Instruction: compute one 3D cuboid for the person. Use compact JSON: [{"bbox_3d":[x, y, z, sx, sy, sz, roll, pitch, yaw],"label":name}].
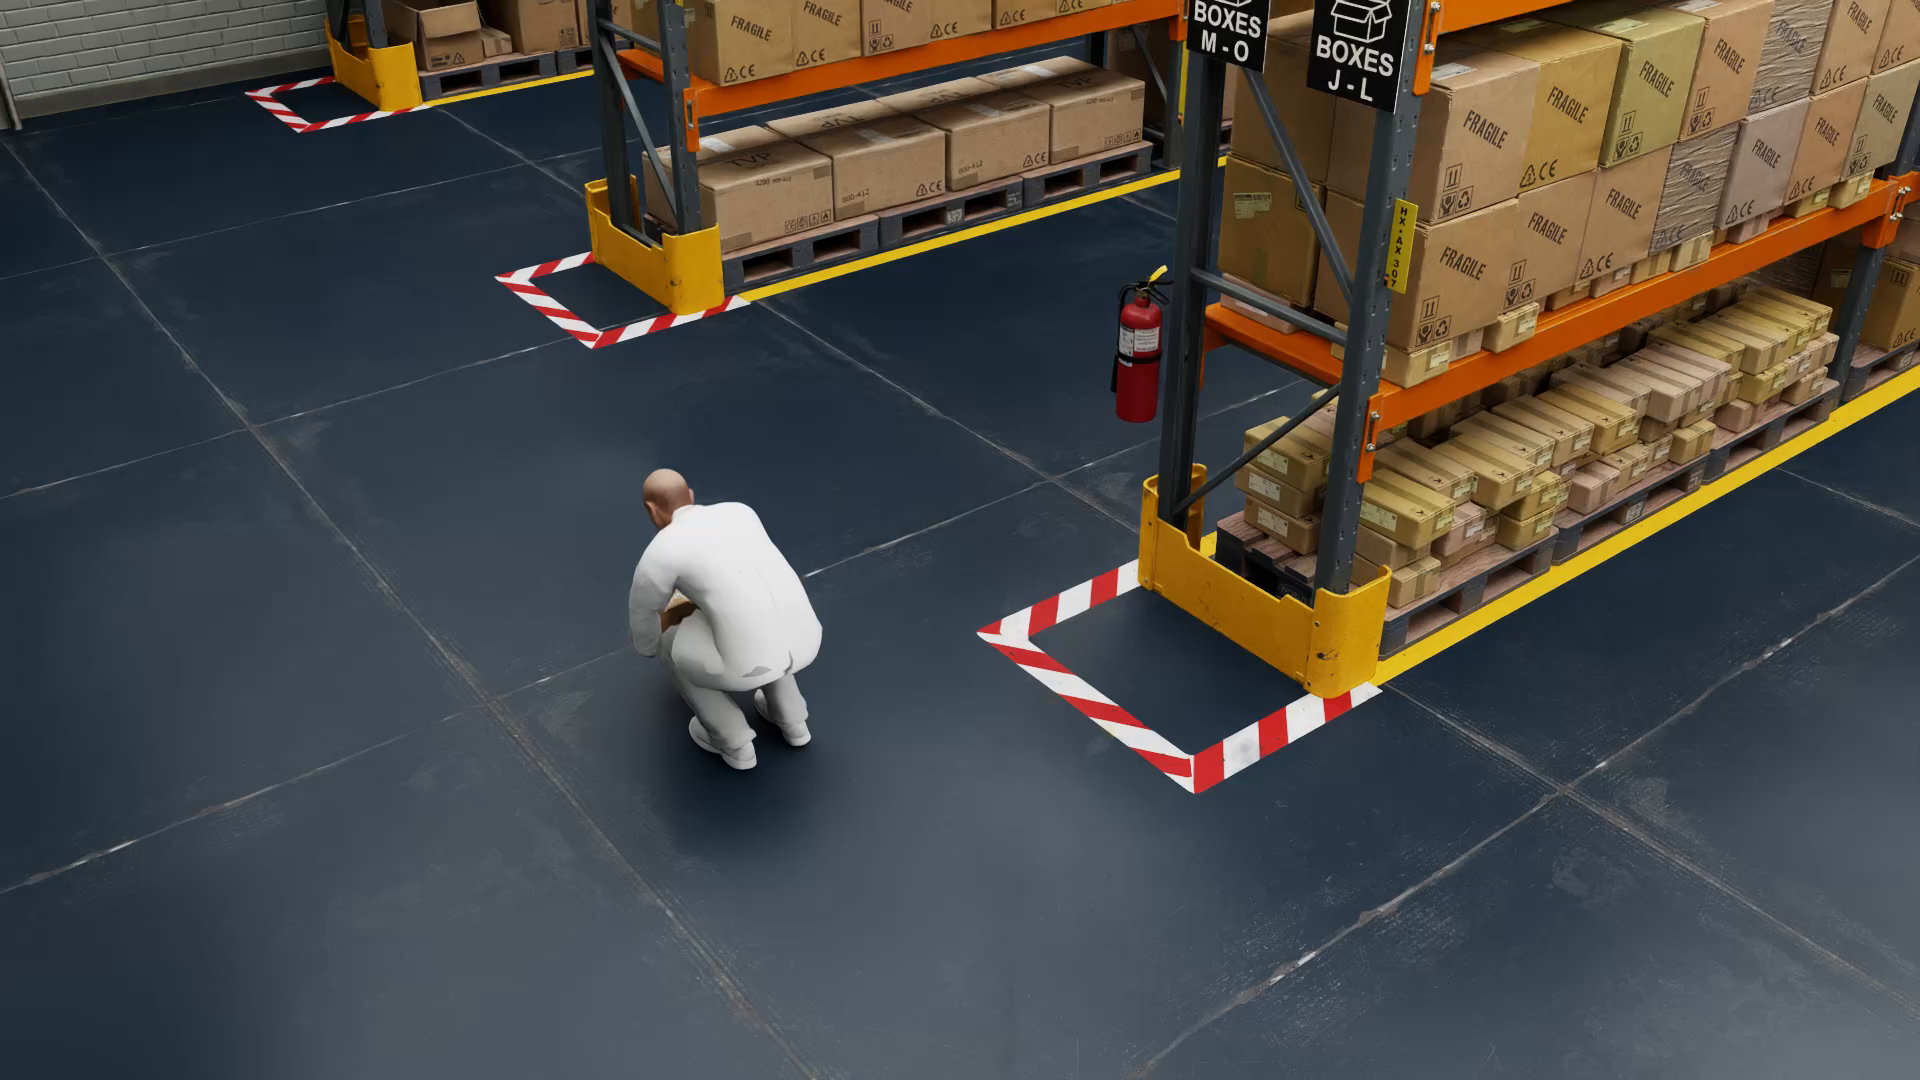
[{"bbox_3d":[-0.911,0.297,6.385,0.611,1.029,0.899,-22,38,-32],"label":"person"}]
